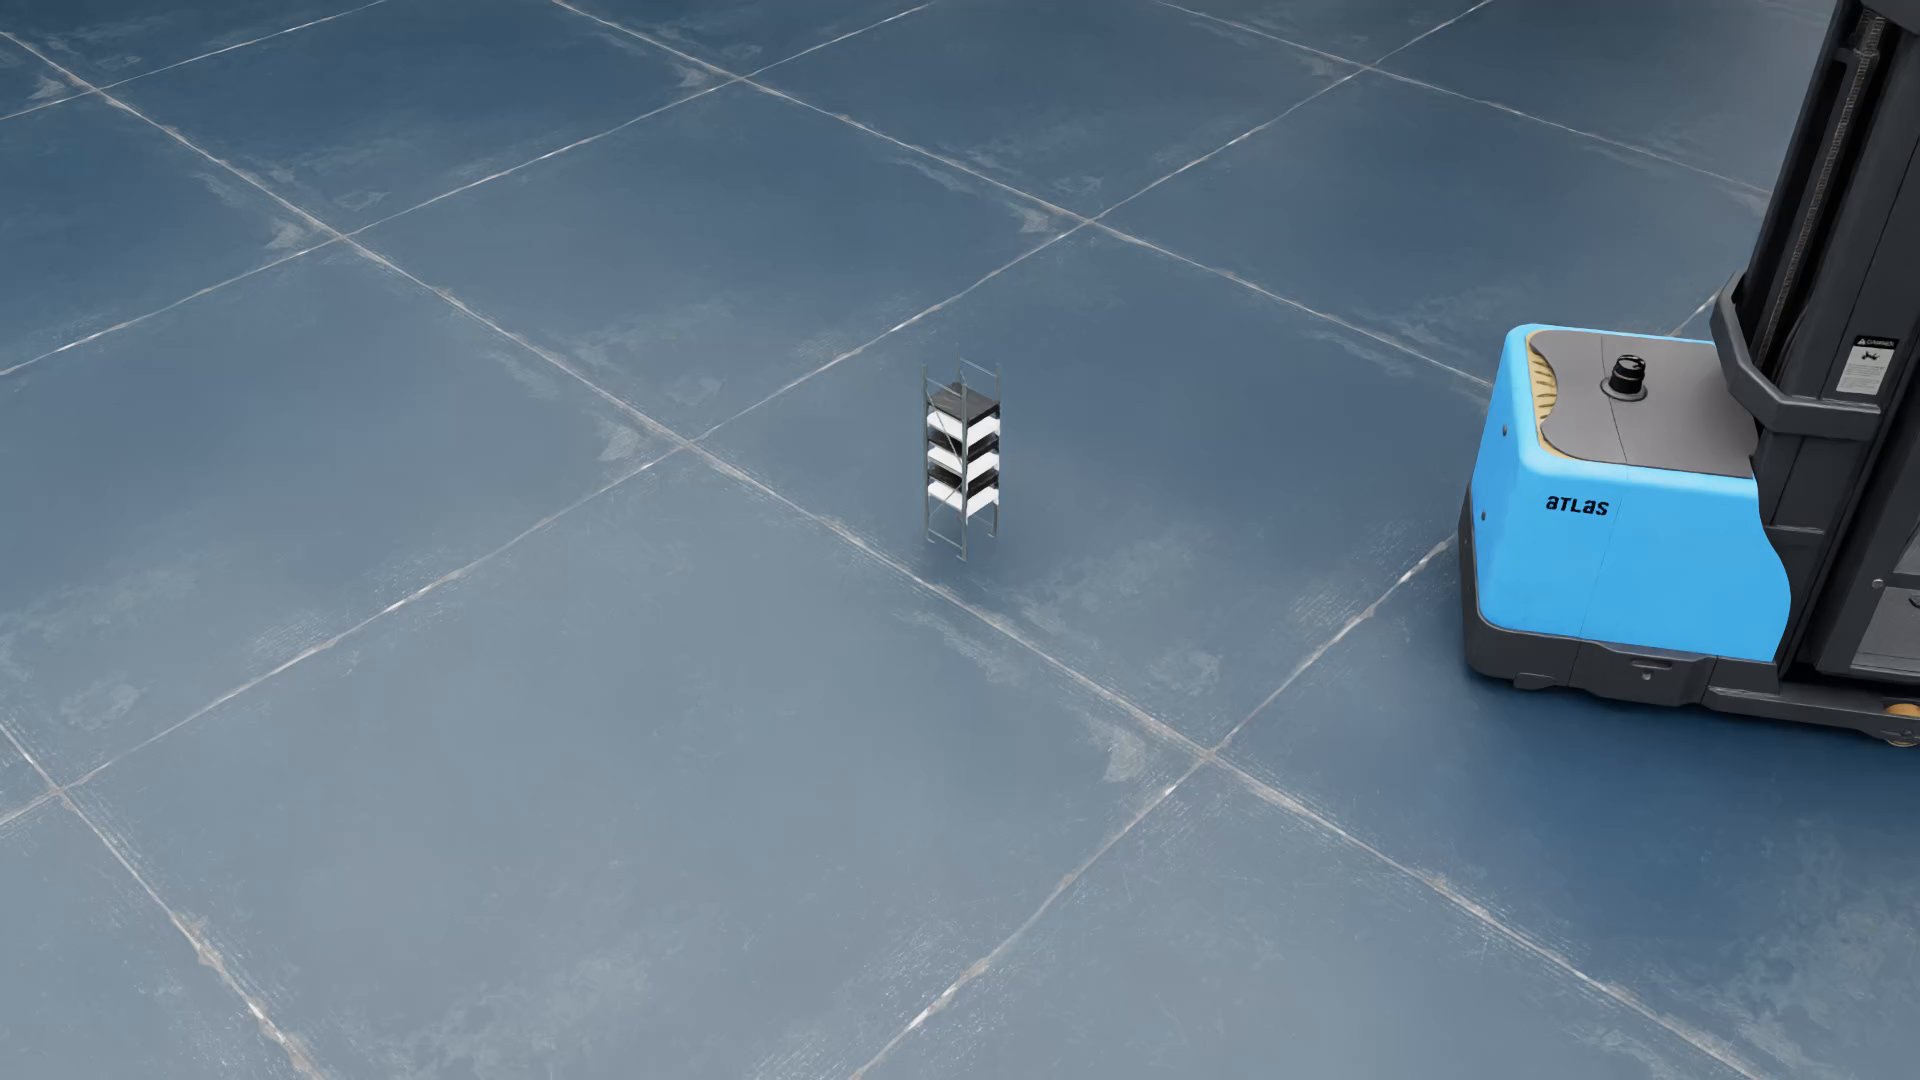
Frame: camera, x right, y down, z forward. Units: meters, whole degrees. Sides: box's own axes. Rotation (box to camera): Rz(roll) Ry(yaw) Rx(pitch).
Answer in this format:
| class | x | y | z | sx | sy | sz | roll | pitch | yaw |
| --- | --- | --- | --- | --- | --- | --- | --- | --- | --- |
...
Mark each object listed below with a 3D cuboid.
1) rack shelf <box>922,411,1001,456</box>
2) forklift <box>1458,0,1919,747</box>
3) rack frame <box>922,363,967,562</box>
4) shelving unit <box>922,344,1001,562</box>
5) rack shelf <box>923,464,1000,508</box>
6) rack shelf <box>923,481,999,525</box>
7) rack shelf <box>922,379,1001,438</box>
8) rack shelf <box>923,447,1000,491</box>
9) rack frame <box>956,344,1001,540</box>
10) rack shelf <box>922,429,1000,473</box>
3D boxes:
| class | x | y | z | sx | sy | sz | roll | pitch | yaw |
| --- | --- | --- | --- | --- | --- | --- | --- | --- | --- |
| rack shelf | 0.005 | -0.471 | 6.883 | 0.258 | 0.077 | 0.200 | 30 | 47 | 32 |
| forklift | 3.561 | -0.707 | 5.784 | 3.031 | 2.935 | 1.130 | 7 | 39 | 9 |
| rack frame | -0.063 | -0.309 | 6.916 | 0.240 | 0.900 | 0.006 | 30 | 47 | 32 |
| shelving unit | 0.005 | -0.356 | 6.975 | 0.258 | 0.900 | 0.210 | 30 | 47 | 32 |
| rack shelf | 0.005 | -0.259 | 7.051 | 0.258 | 0.077 | 0.200 | 30 | 47 | 32 |
| rack shelf | 0.005 | -0.189 | 7.107 | 0.258 | 0.077 | 0.200 | 30 | 47 | 32 |
| rack shelf | 0.005 | -0.541 | 6.827 | 0.258 | 0.077 | 0.200 | 30 | 47 | 32 |
| rack shelf | 0.005 | -0.330 | 6.995 | 0.258 | 0.077 | 0.200 | 30 | 47 | 32 |
| rack frame | 0.074 | -0.403 | 7.033 | 0.240 | 0.900 | 0.006 | 30 | 47 | 32 |
| rack shelf | 0.005 | -0.400 | 6.939 | 0.258 | 0.077 | 0.200 | 30 | 47 | 32 |
